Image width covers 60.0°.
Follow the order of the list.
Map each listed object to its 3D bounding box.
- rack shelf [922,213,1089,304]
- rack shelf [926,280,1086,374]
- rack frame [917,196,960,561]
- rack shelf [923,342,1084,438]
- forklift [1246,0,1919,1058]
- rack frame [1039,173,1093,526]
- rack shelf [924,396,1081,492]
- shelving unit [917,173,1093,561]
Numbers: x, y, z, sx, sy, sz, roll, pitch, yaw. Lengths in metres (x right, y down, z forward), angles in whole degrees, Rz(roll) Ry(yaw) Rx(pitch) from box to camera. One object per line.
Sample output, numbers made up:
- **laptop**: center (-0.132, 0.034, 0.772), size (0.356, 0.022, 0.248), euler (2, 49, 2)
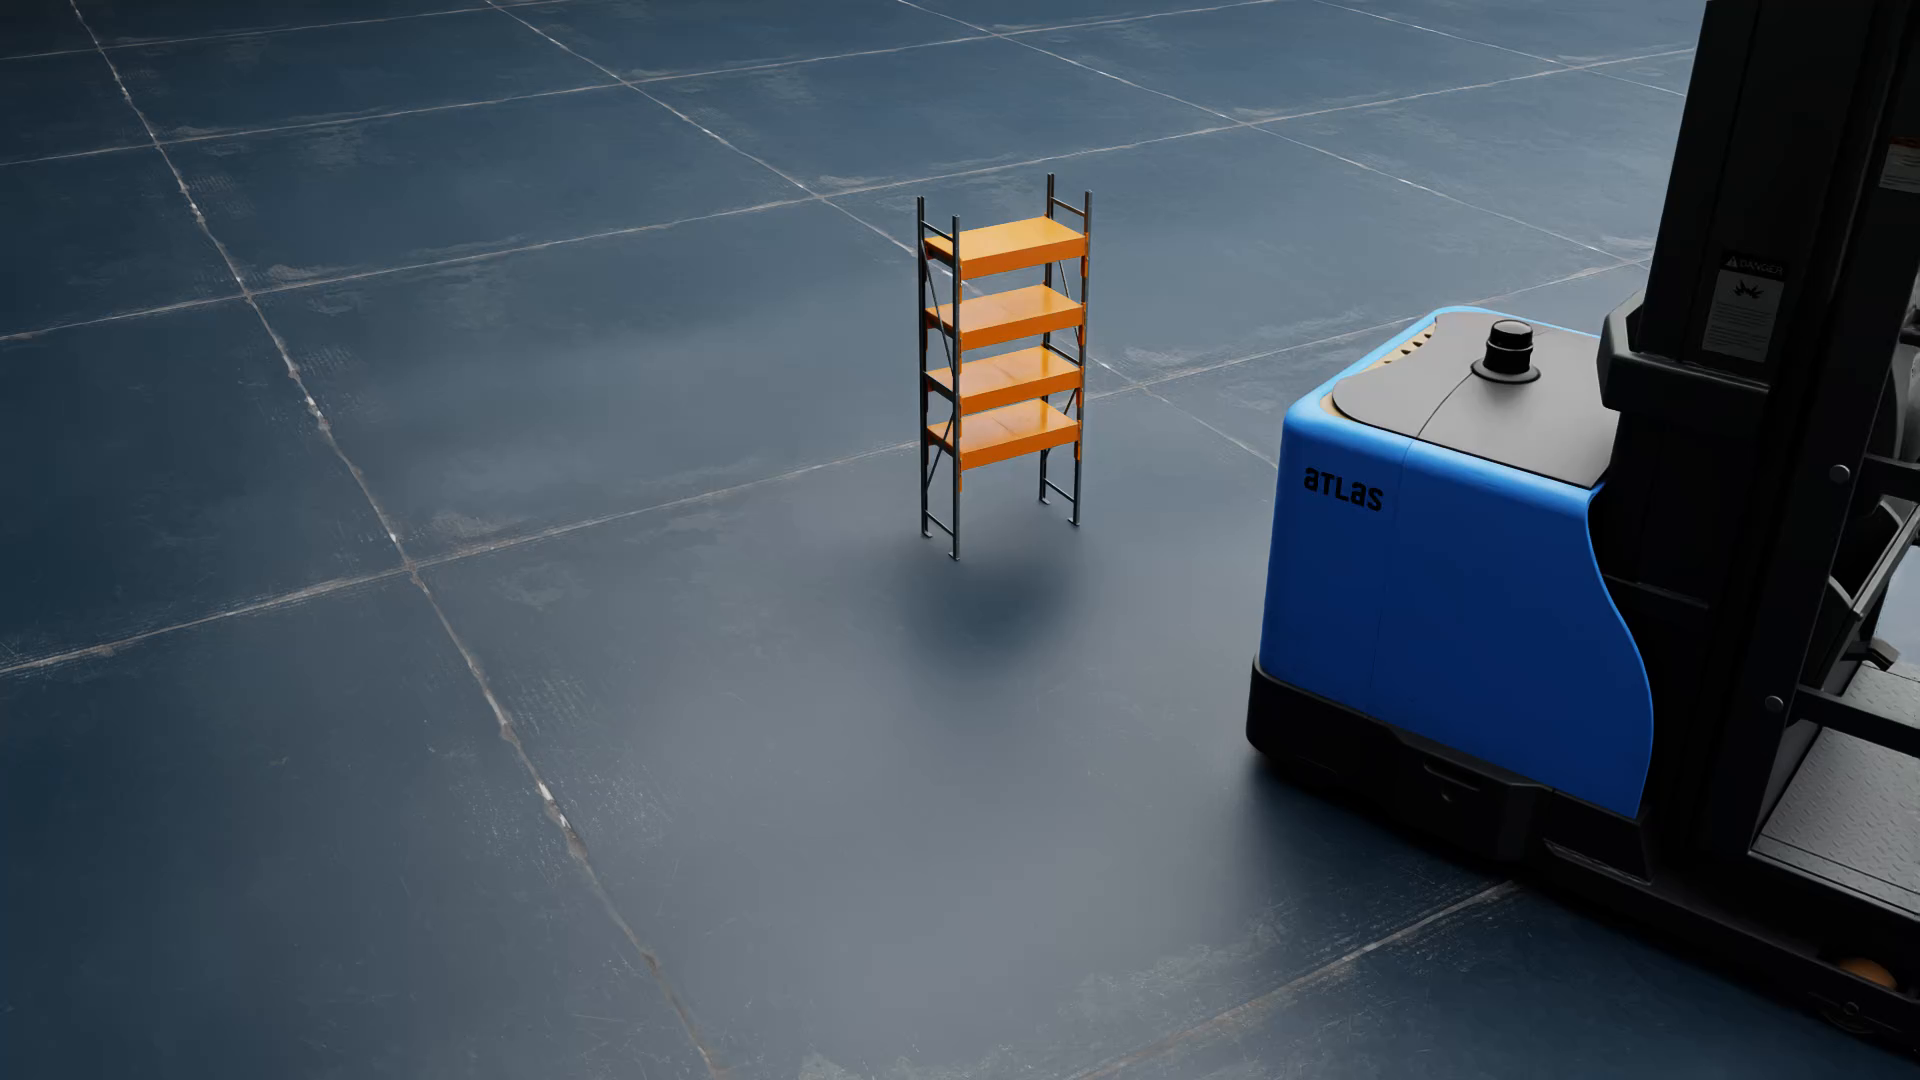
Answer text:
- **rack shelf**: center (0.143, -0.910, 5.344), size (0.480, 0.148, 0.258), euler (-16, 33, -26)
- **rack shelf**: center (0.143, -0.703, 5.458), size (0.480, 0.148, 0.258), euler (-16, 33, -26)
- **rack frame**: center (-0.068, -0.506, 5.425), size (0.015, 1.200, 0.240), euler (-16, 33, -26)
- **rack shelf**: center (0.143, -0.507, 5.566), size (0.480, 0.148, 0.258), euler (-16, 33, -26)
- **forklift**: center (2.261, -0.408, 3.456), size (3.031, 2.935, 1.130), euler (21, 35, 33)
- **rack frame**: center (0.353, -0.626, 5.642), size (0.015, 1.200, 0.240), euler (-16, 33, -26)
- **rack shelf**: center (0.143, -0.333, 5.662), size (0.480, 0.148, 0.258), euler (-16, 33, -26)
- **shelving unit**: center (0.143, -0.566, 5.534), size (0.503, 1.200, 0.258), euler (-16, 33, -26)
